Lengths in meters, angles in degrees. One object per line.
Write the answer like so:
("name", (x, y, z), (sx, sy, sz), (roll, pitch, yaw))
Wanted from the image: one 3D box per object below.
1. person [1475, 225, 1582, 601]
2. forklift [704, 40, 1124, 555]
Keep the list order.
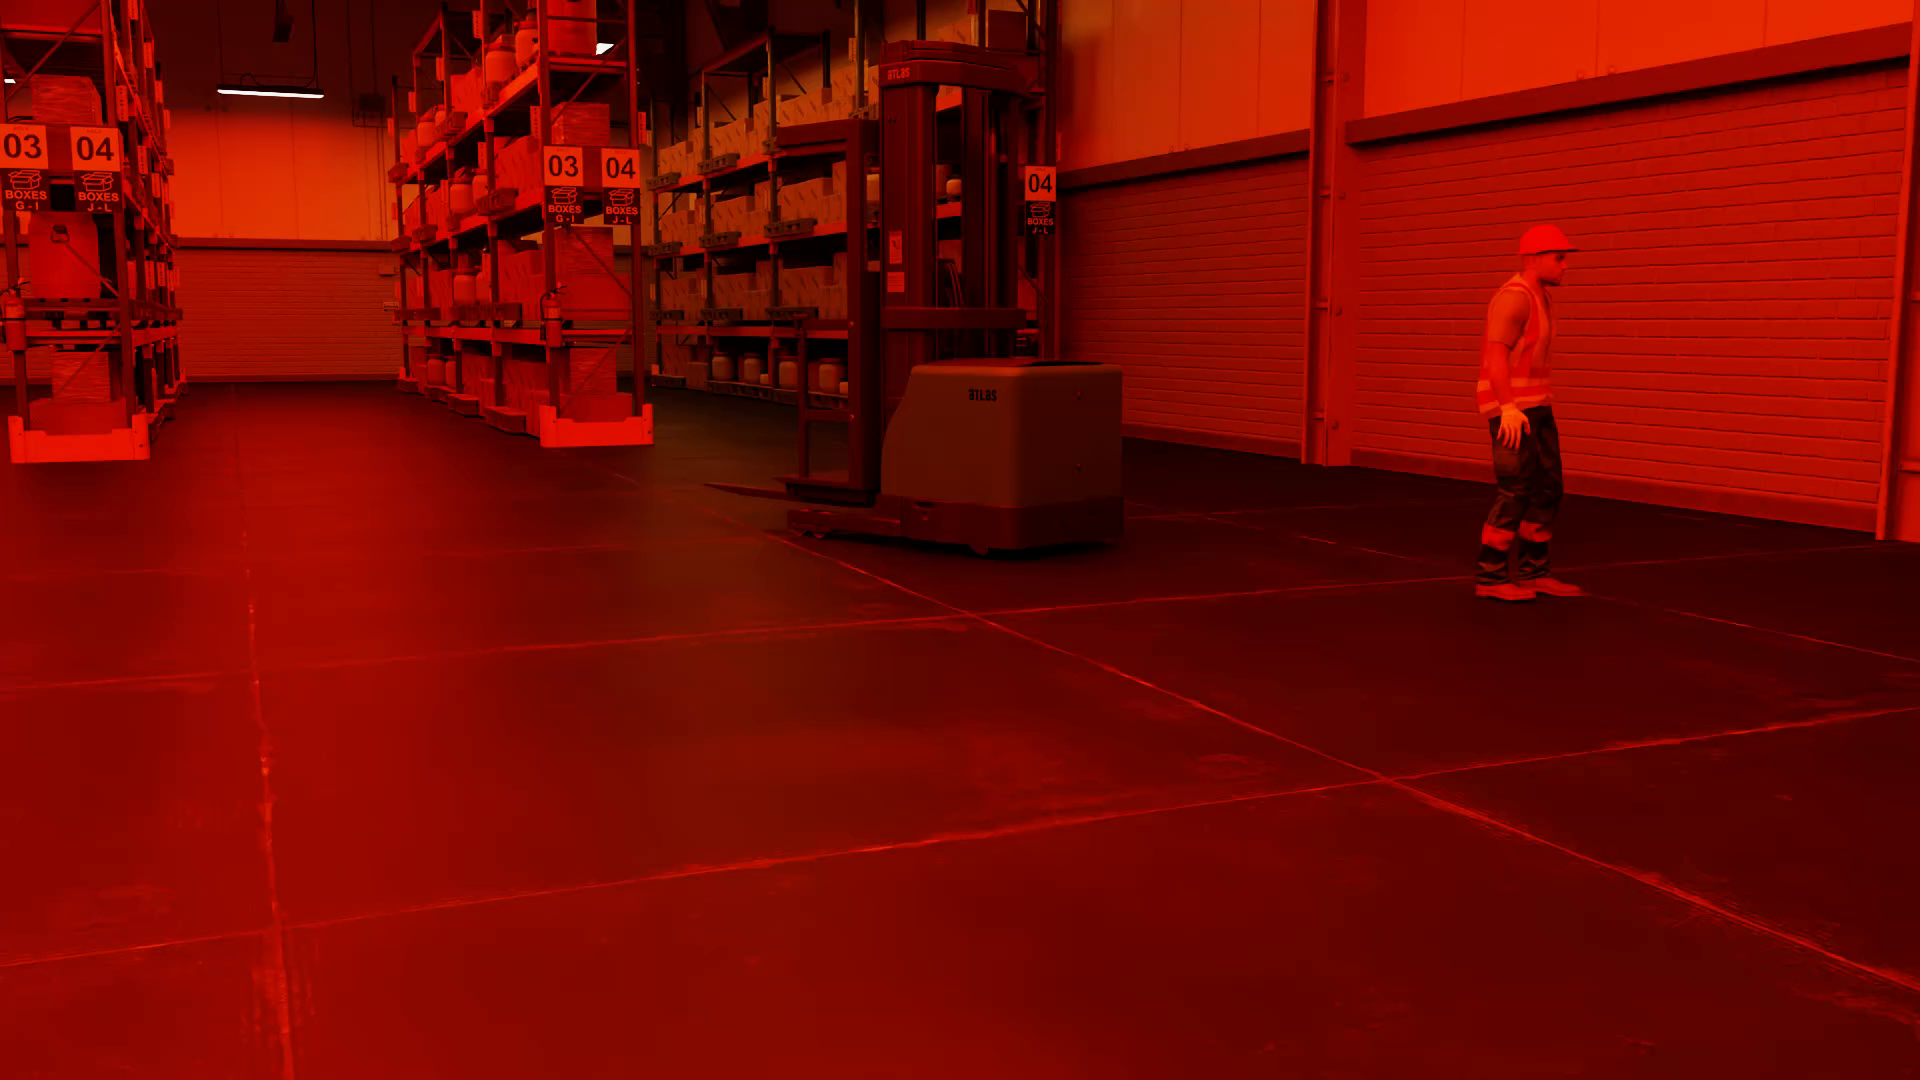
("person", (2.718, -0.601, 7.960), (0.451, 1.786, 0.612), (6, 10, 38))
("forklift", (-0.436, -1.509, 10.383), (3.031, 2.935, 1.130), (7, 10, 44))
